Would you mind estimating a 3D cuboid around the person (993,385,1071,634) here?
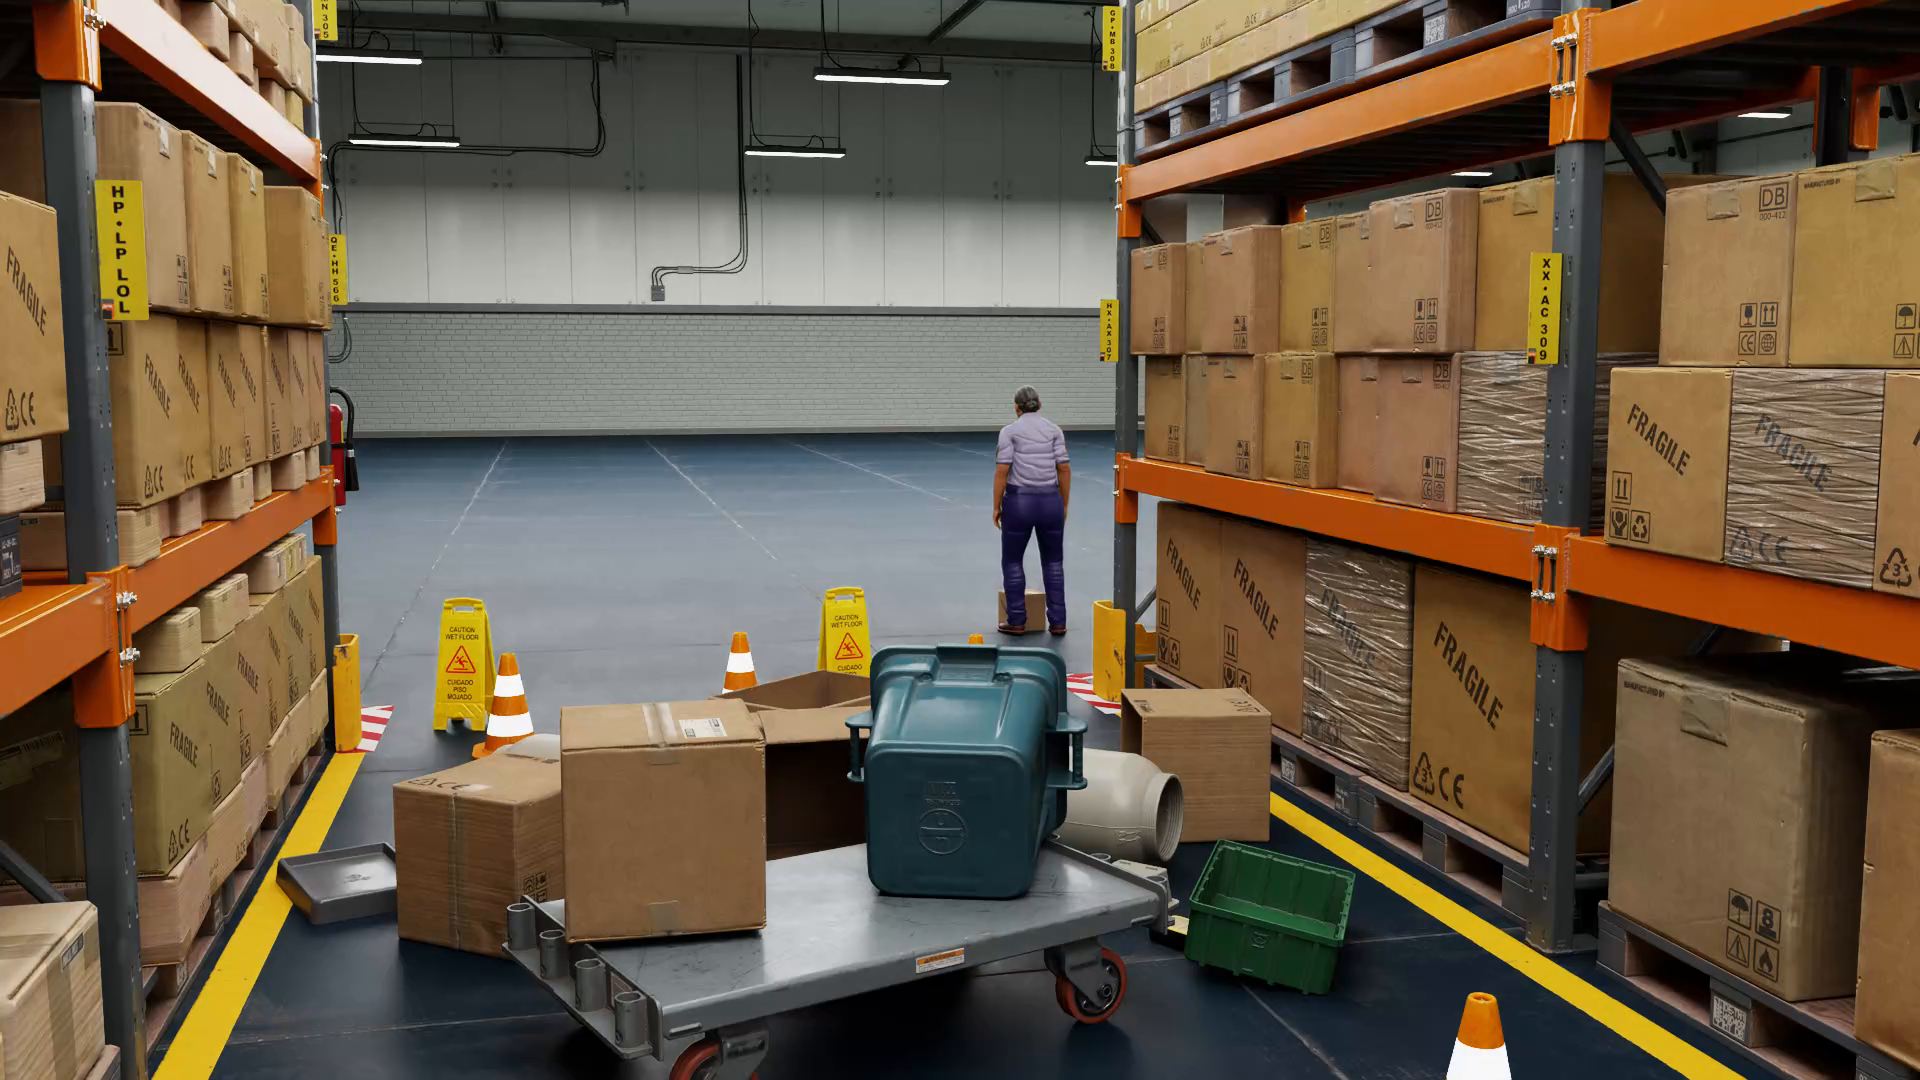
[{"bbox_3d":[0.474,-0.196,11.016,0.538,1.652,0.414,-1,6,-13],"label":"person"}]
